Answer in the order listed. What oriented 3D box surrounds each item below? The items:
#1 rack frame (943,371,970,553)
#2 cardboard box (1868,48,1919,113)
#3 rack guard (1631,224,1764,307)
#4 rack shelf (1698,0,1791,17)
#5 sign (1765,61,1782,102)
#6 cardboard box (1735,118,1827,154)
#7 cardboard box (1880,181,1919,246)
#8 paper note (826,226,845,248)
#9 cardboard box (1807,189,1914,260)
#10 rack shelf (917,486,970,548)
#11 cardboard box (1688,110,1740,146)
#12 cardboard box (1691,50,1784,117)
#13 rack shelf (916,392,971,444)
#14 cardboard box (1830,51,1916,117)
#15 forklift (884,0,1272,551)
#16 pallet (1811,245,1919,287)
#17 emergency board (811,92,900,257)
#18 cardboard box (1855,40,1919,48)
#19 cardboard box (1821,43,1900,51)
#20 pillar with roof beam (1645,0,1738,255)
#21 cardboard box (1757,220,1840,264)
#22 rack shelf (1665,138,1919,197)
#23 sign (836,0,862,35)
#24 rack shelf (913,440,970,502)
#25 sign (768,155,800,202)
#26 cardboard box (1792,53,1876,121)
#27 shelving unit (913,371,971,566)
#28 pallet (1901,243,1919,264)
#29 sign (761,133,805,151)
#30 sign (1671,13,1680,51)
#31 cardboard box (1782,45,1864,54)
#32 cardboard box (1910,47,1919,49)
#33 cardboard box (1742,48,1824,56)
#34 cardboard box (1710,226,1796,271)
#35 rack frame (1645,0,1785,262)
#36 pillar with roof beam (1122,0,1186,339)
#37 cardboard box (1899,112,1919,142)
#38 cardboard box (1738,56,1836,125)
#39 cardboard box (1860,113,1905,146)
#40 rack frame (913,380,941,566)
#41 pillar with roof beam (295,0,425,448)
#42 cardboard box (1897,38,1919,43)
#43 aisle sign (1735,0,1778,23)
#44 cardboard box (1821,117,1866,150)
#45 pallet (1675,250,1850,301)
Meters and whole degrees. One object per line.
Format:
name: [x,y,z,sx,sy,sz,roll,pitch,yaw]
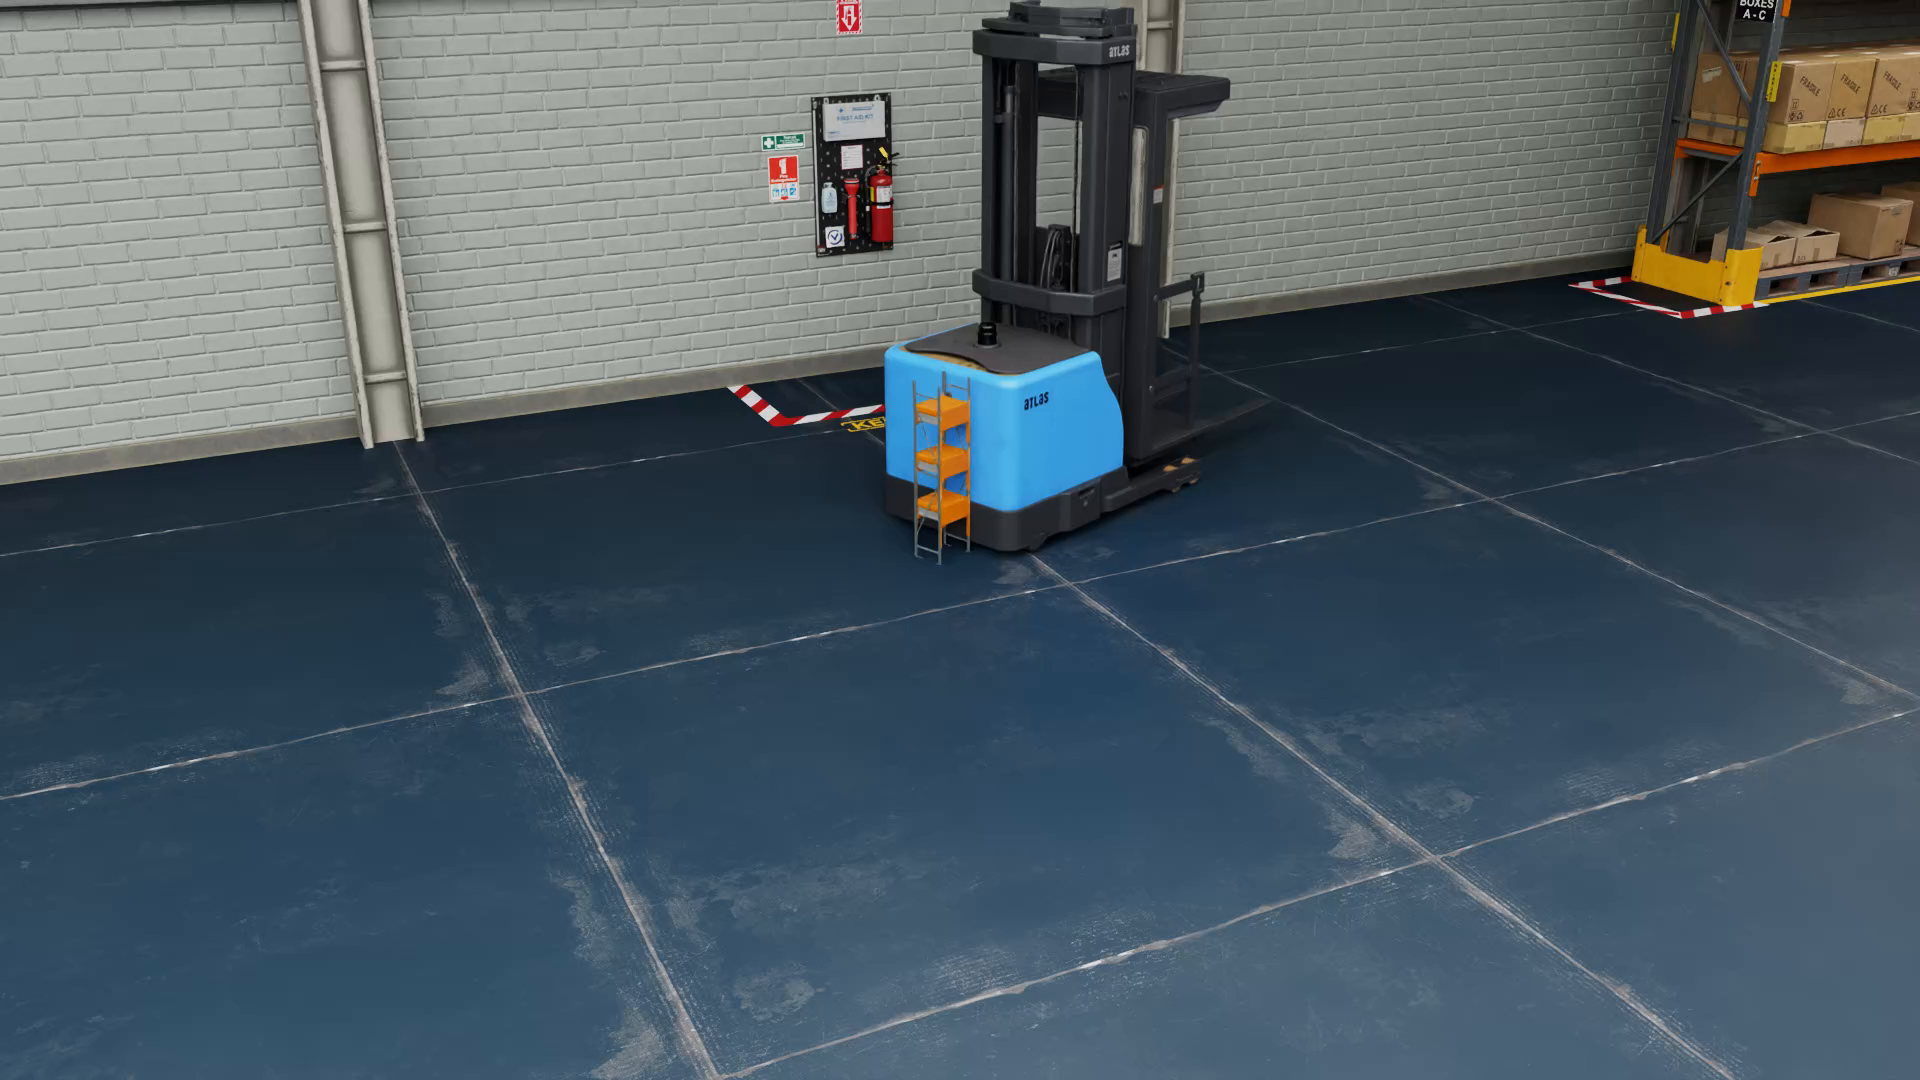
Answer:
rack frame: [-0.019,-0.434,9.426,0.200,1.050,0.008,19,29,38]
cardboard box: [8.585,-4.180,15.115,0.500,0.500,0.500,-10,24,-22]
rack guard: [6.715,-2.524,15.193,0.348,0.500,1.175,-10,25,-24]
rack shelf: [8.448,-5.051,15.049,4.000,0.370,1.077,-10,25,-24]
sign: [6.882,-3.879,14.067,0.005,0.325,0.100,-10,25,-24]
cardboard box: [7.224,-3.577,14.640,0.500,0.250,0.500,-11,25,-25]
cardboard box: [9.333,-3.192,16.232,0.500,0.500,0.500,-12,26,-28]
paper note: [-0.937,-2.275,12.477,0.142,0.148,0.016,-10,25,-24]
cardboard box: [8.505,-2.997,15.761,0.500,0.500,0.700,-12,25,-27]
rack shelf: [-0.101,-0.133,9.452,0.215,0.259,0.240,19,29,38]
cardboard box: [6.983,-3.750,15.058,0.500,0.250,0.500,-10,25,-23]
cardboard box: [6.979,-4.104,14.931,0.500,0.500,0.500,-11,25,-24]
rack shelf: [-0.101,-0.652,9.237,0.215,0.259,0.240,19,29,38]
cardboard box: [8.125,-4.090,14.898,0.500,0.500,0.500,-11,25,-25]
forklift: [0.903,-1.771,10.195,1.130,2.935,3.031,19,29,38]
pallet: [8.560,-2.713,16.029,1.213,0.211,1.003,-10,25,-24]
emergency board: [-0.748,-2.688,12.322,0.643,1.169,0.194,-10,25,-24]
cardboard box: [8.817,-4.445,15.755,0.500,0.500,0.500,-10,24,-22]
cardboard box: [8.354,-4.355,15.537,0.500,0.500,0.500,-10,25,-23]
pillar with roof beam: [8.769,-5.368,10.953,0.400,9.000,9.100,-10,25,-24]
cardboard box: [7.822,-2.805,15.545,0.500,0.311,0.500,-8,24,-19]
rack shelf: [8.448,-3.665,15.623,4.000,0.370,1.077,-10,25,-24]
sign: [-0.798,-3.792,11.958,0.199,0.298,0.001,-10,25,-24]
rack shelf: [-0.101,-0.389,9.346,0.215,0.259,0.240,19,29,38]
sign: [-1.291,-2.648,12.179,0.234,0.329,0.001,-10,25,-24]
cardboard box: [7.656,-4.006,14.696,0.500,0.500,0.500,-10,25,-23]
shelving unit: [-0.101,-0.399,9.342,0.215,1.050,0.252,19,29,38]
pallet: [9.661,-2.917,16.522,1.213,0.211,1.003,-10,25,-24]
sign: [-1.283,-2.891,12.072,0.331,0.109,0.001,-10,25,-24]
sign: [6.423,-4.541,14.872,0.005,0.325,0.100,-10,25,-24]
cardboard box: [7.901,-4.271,15.336,0.500,0.500,0.500,-11,25,-25]
cardboard box: [9.053,-4.266,15.324,0.500,0.500,0.500,-11,25,-25]
cardboard box: [7.437,-4.184,15.125,0.500,0.500,0.500,-10,25,-23]
cardboard box: [7.309,-2.711,15.317,0.500,0.311,0.500,-14,26,-30]
rack frame: [6.646,-3.666,14.684,0.127,3.000,1.000,-10,25,-24]
pillar with roof beam: [3.362,-4.373,8.549,0.400,9.000,9.100,-10,25,-24]
cardboard box: [8.603,-3.834,15.260,0.500,0.250,0.500,-10,25,-23]
cardboard box: [7.207,-3.928,14.507,0.500,0.500,0.500,-10,25,-24]
cardboard box: [8.147,-3.751,15.059,0.500,0.250,0.500,-11,25,-24]
rack frame: [-0.183,-0.365,9.258,0.200,1.050,0.008,19,29,38]
pillar with roof beam: [-2.044,-3.378,6.145,0.400,9.000,9.100,-10,25,-24]
cardboard box: [9.269,-4.525,15.950,0.500,0.500,0.500,-11,25,-24]
aisle sign: [6.711,-4.752,13.908,0.004,0.787,0.394,-10,25,-24]
cardboard box: [7.685,-3.668,14.860,0.500,0.250,0.500,-11,25,-25]
pallet: [7.462,-2.513,15.544,1.213,0.211,1.003,-10,25,-24]
